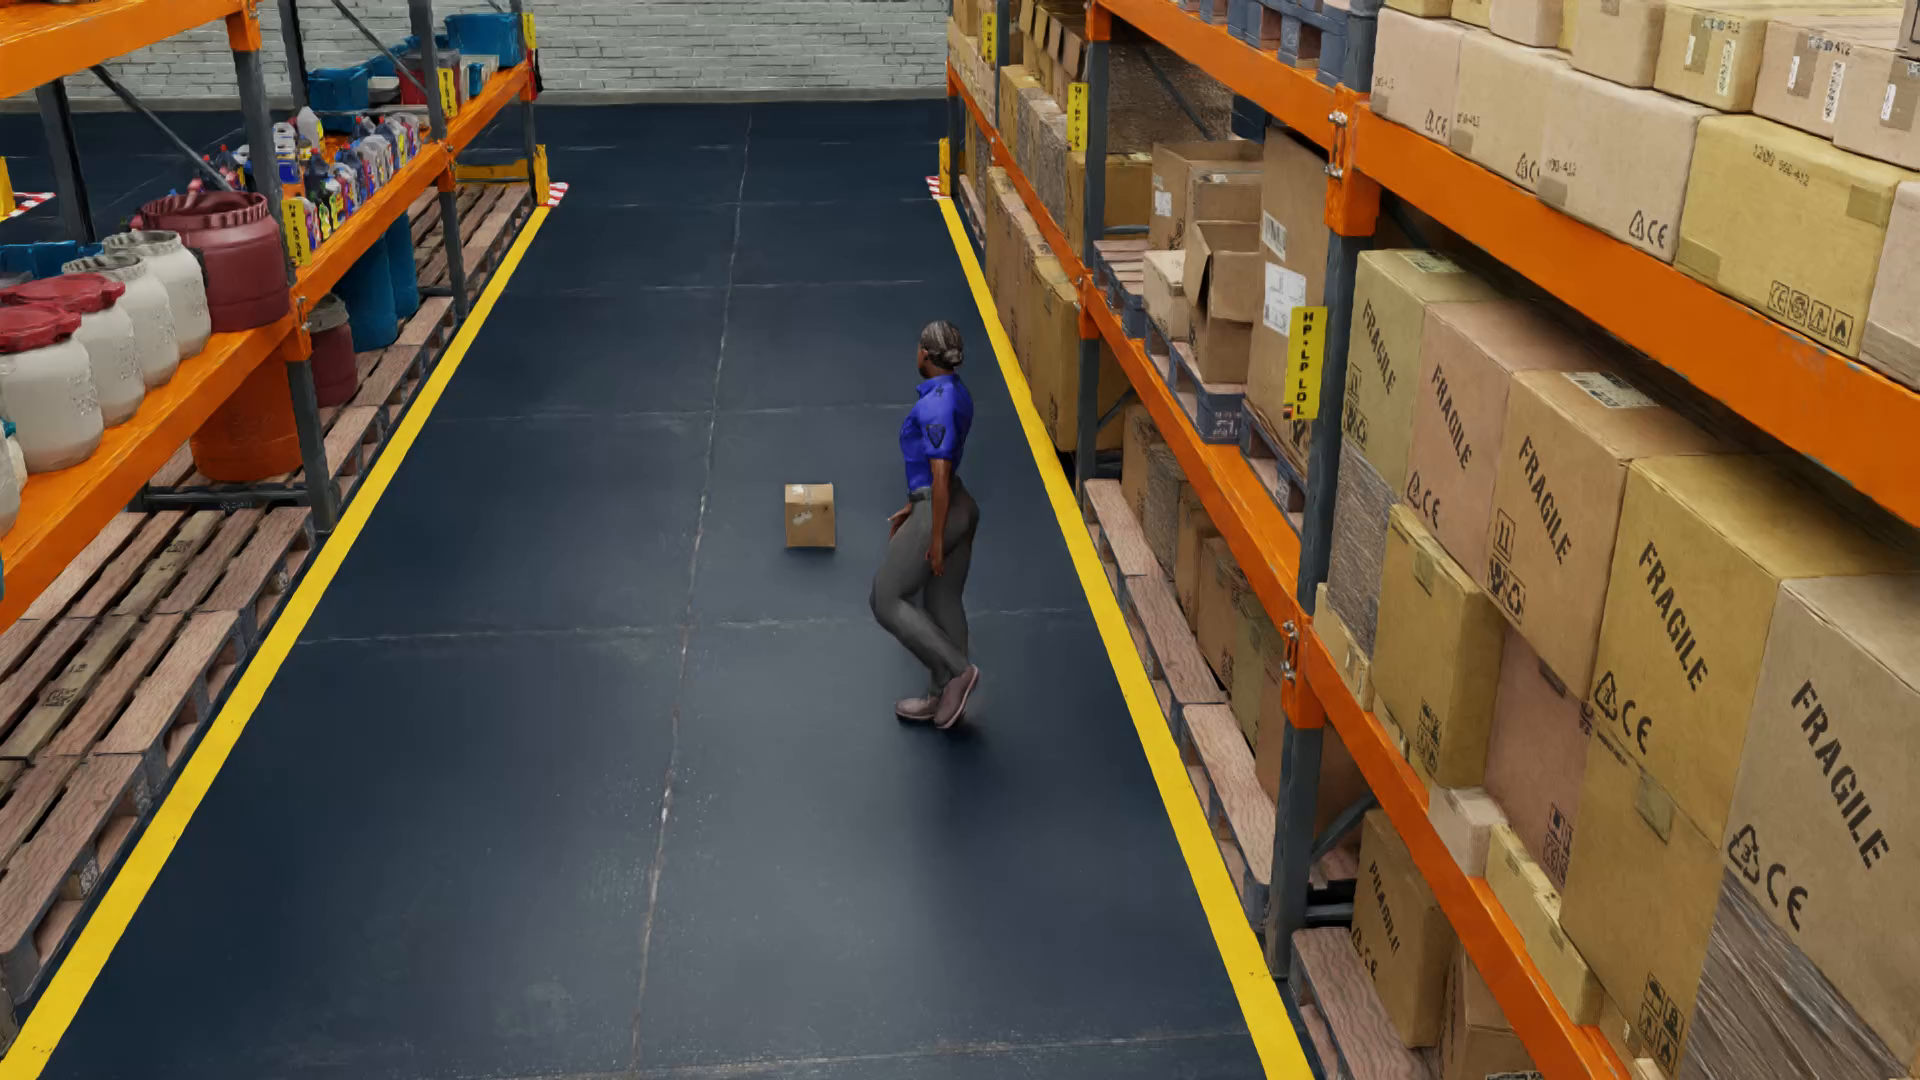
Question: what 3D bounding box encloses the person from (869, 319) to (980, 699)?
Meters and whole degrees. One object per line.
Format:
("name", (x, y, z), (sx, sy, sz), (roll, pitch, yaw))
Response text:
("person", (-0.110, -0.096, 6.756), (0.427, 1.559, 0.589), (6, 25, 14))
